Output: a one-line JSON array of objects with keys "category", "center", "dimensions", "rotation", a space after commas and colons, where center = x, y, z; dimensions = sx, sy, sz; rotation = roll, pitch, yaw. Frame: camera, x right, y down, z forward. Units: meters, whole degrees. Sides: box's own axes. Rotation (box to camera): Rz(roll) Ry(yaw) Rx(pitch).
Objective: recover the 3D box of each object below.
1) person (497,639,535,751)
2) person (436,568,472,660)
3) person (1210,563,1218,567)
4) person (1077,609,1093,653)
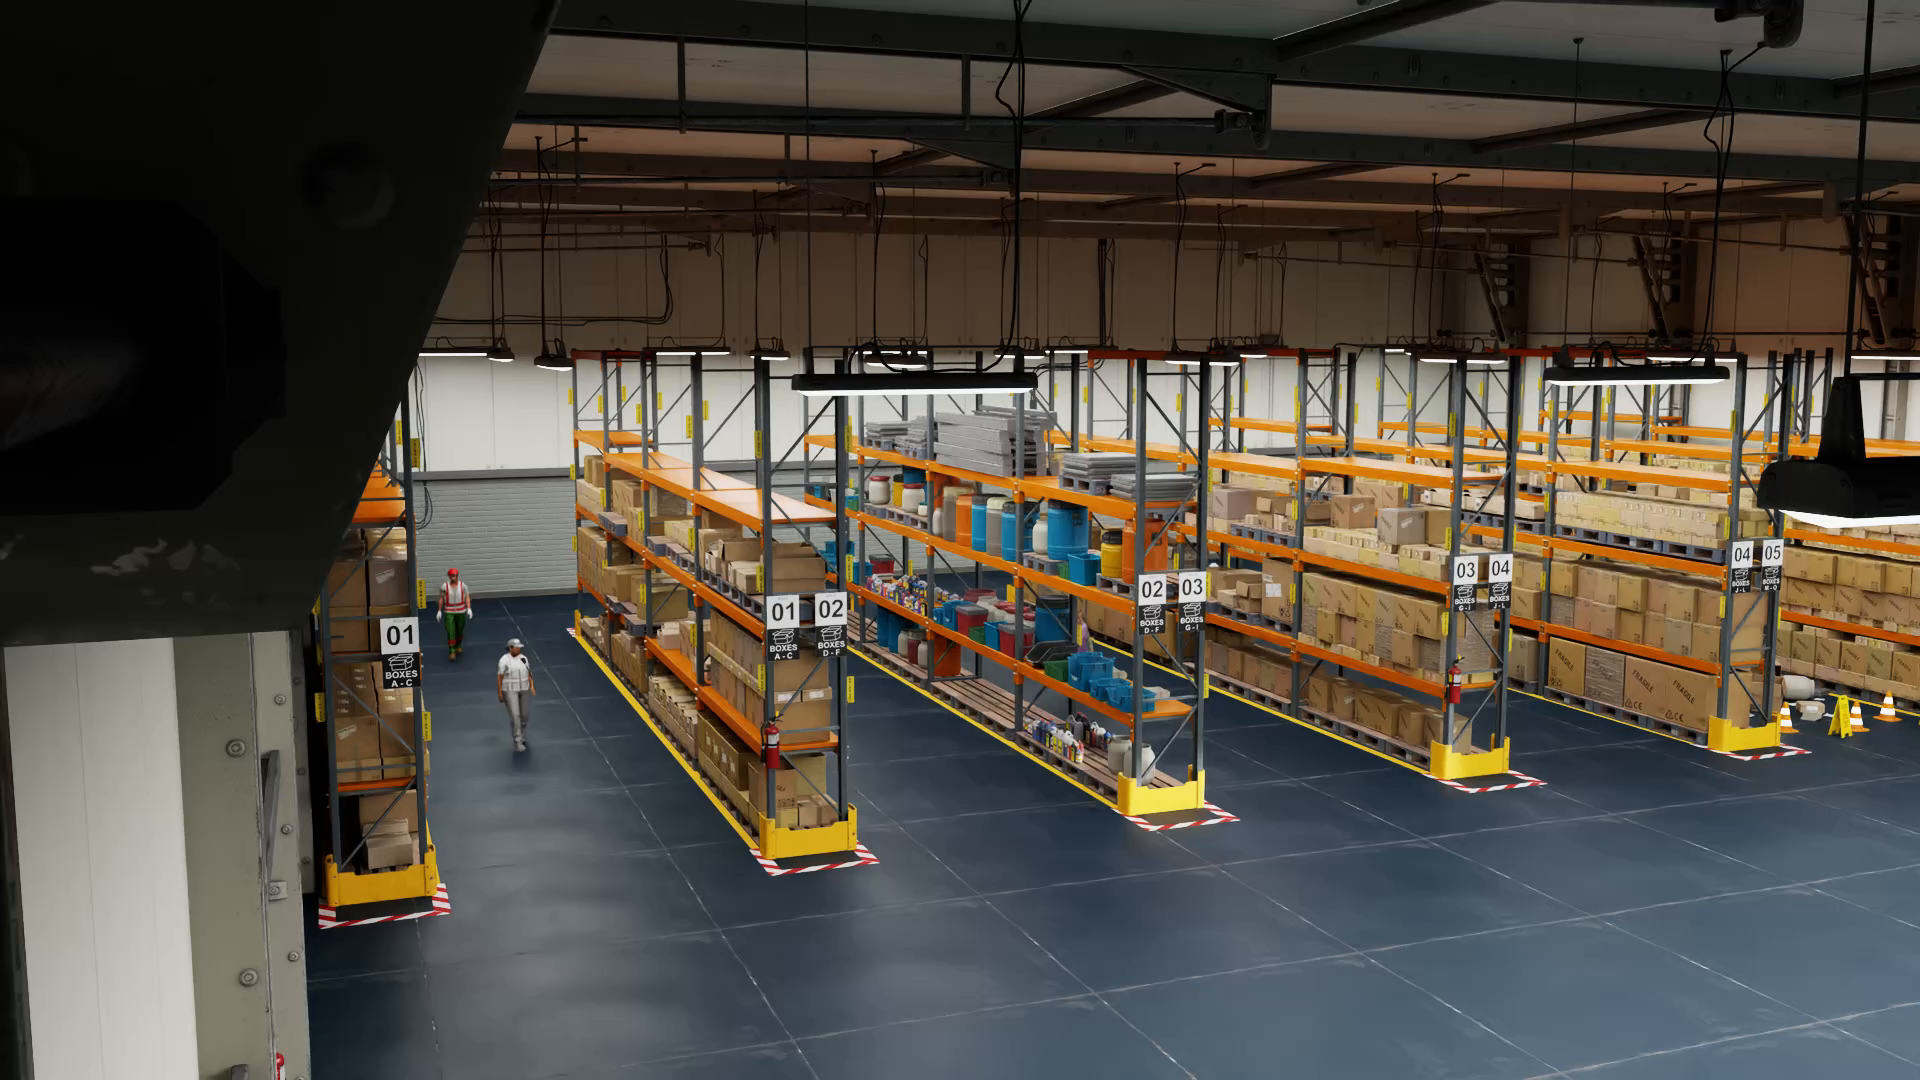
[{"category": "person", "center": [-6.773, 2.361, 25.601], "dimensions": [0.508, 1.654, 0.746], "rotation": [-7, 10, -42]}, {"category": "person", "center": [-9.868, 1.410, 32.454], "dimensions": [0.667, 1.725, 1.034], "rotation": [-3, 8, -20]}, {"category": "person", "center": [5.180, 1.269, 34.106], "dimensions": [0.753, 1.668, 0.684], "rotation": [-1, 7, -12]}, {"category": "person", "center": [1.985, 1.886, 27.651], "dimensions": [0.470, 1.487, 0.791], "rotation": [-2, 7, -18]}]
